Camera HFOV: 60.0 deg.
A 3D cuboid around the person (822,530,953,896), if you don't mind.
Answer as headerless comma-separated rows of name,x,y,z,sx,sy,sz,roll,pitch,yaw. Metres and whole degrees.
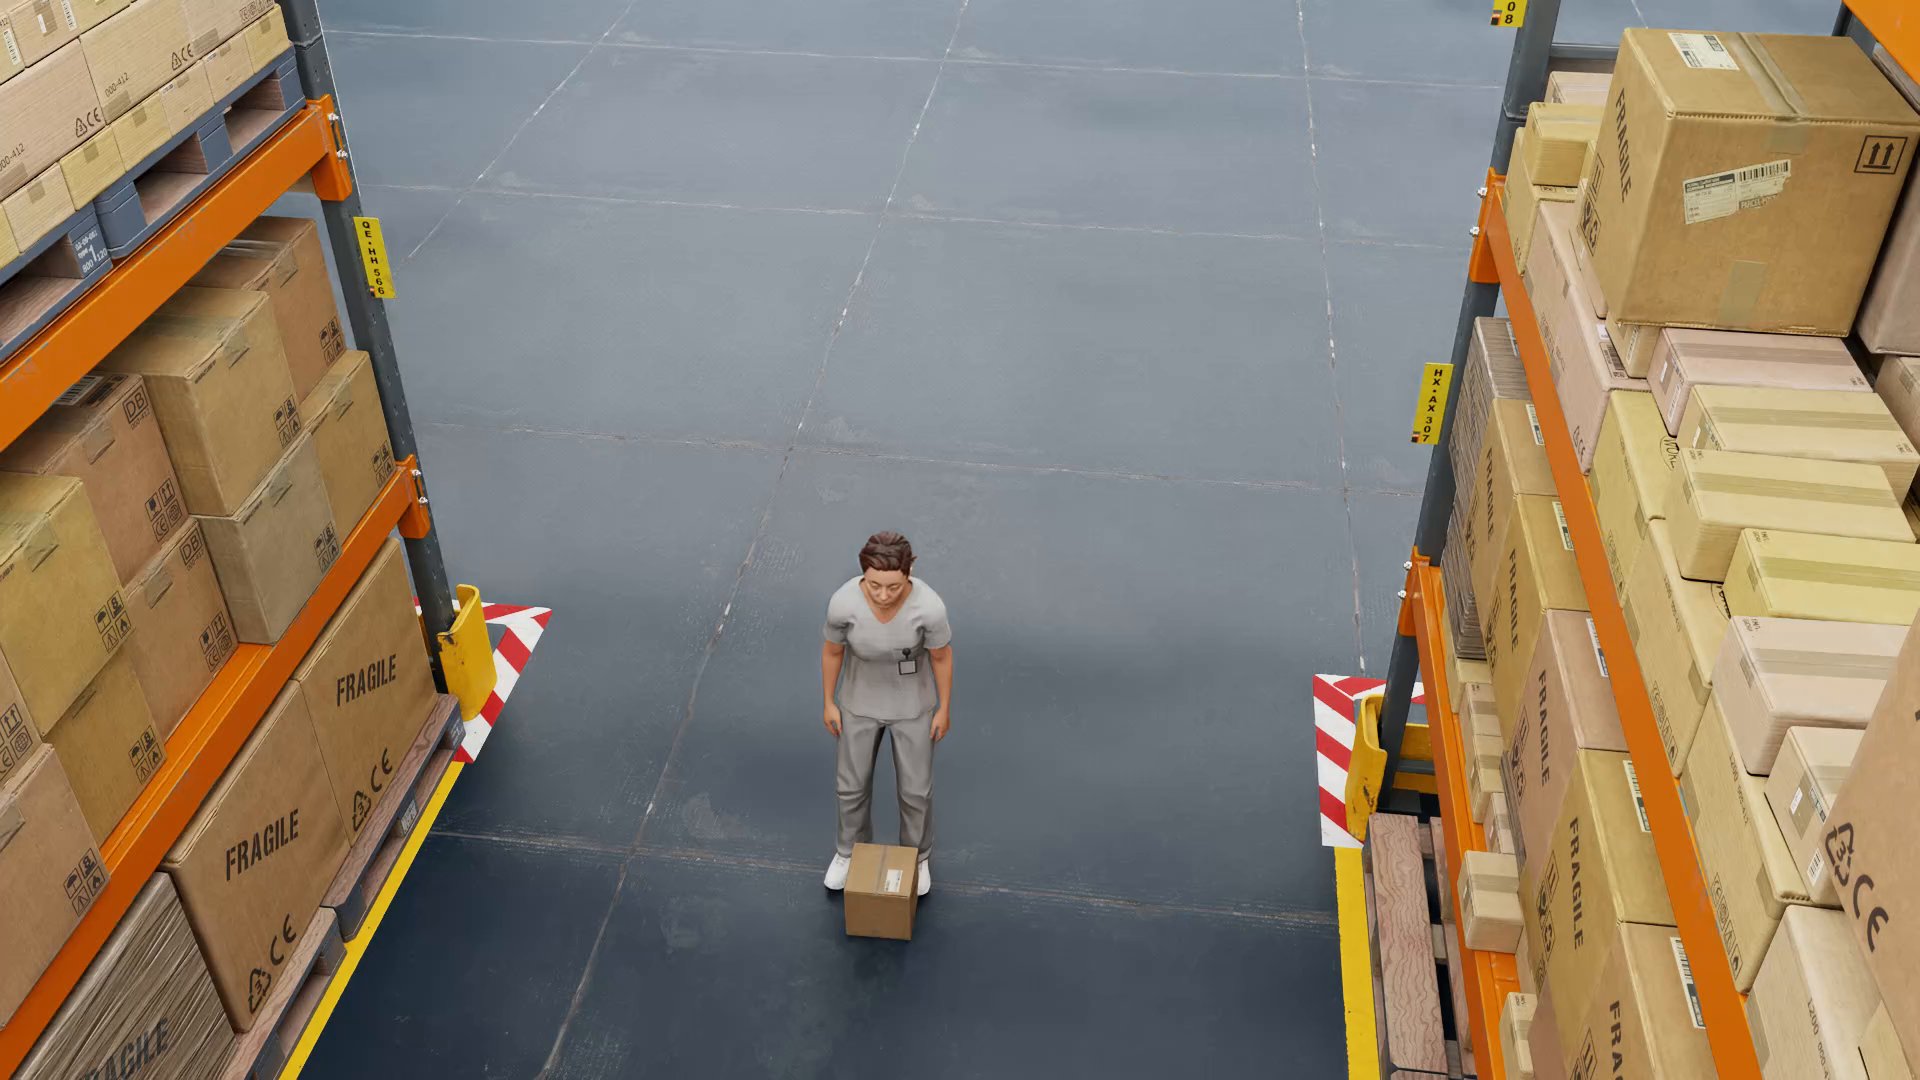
person,-0.277,0.631,6.181,0.501,1.671,0.361,3,36,4
